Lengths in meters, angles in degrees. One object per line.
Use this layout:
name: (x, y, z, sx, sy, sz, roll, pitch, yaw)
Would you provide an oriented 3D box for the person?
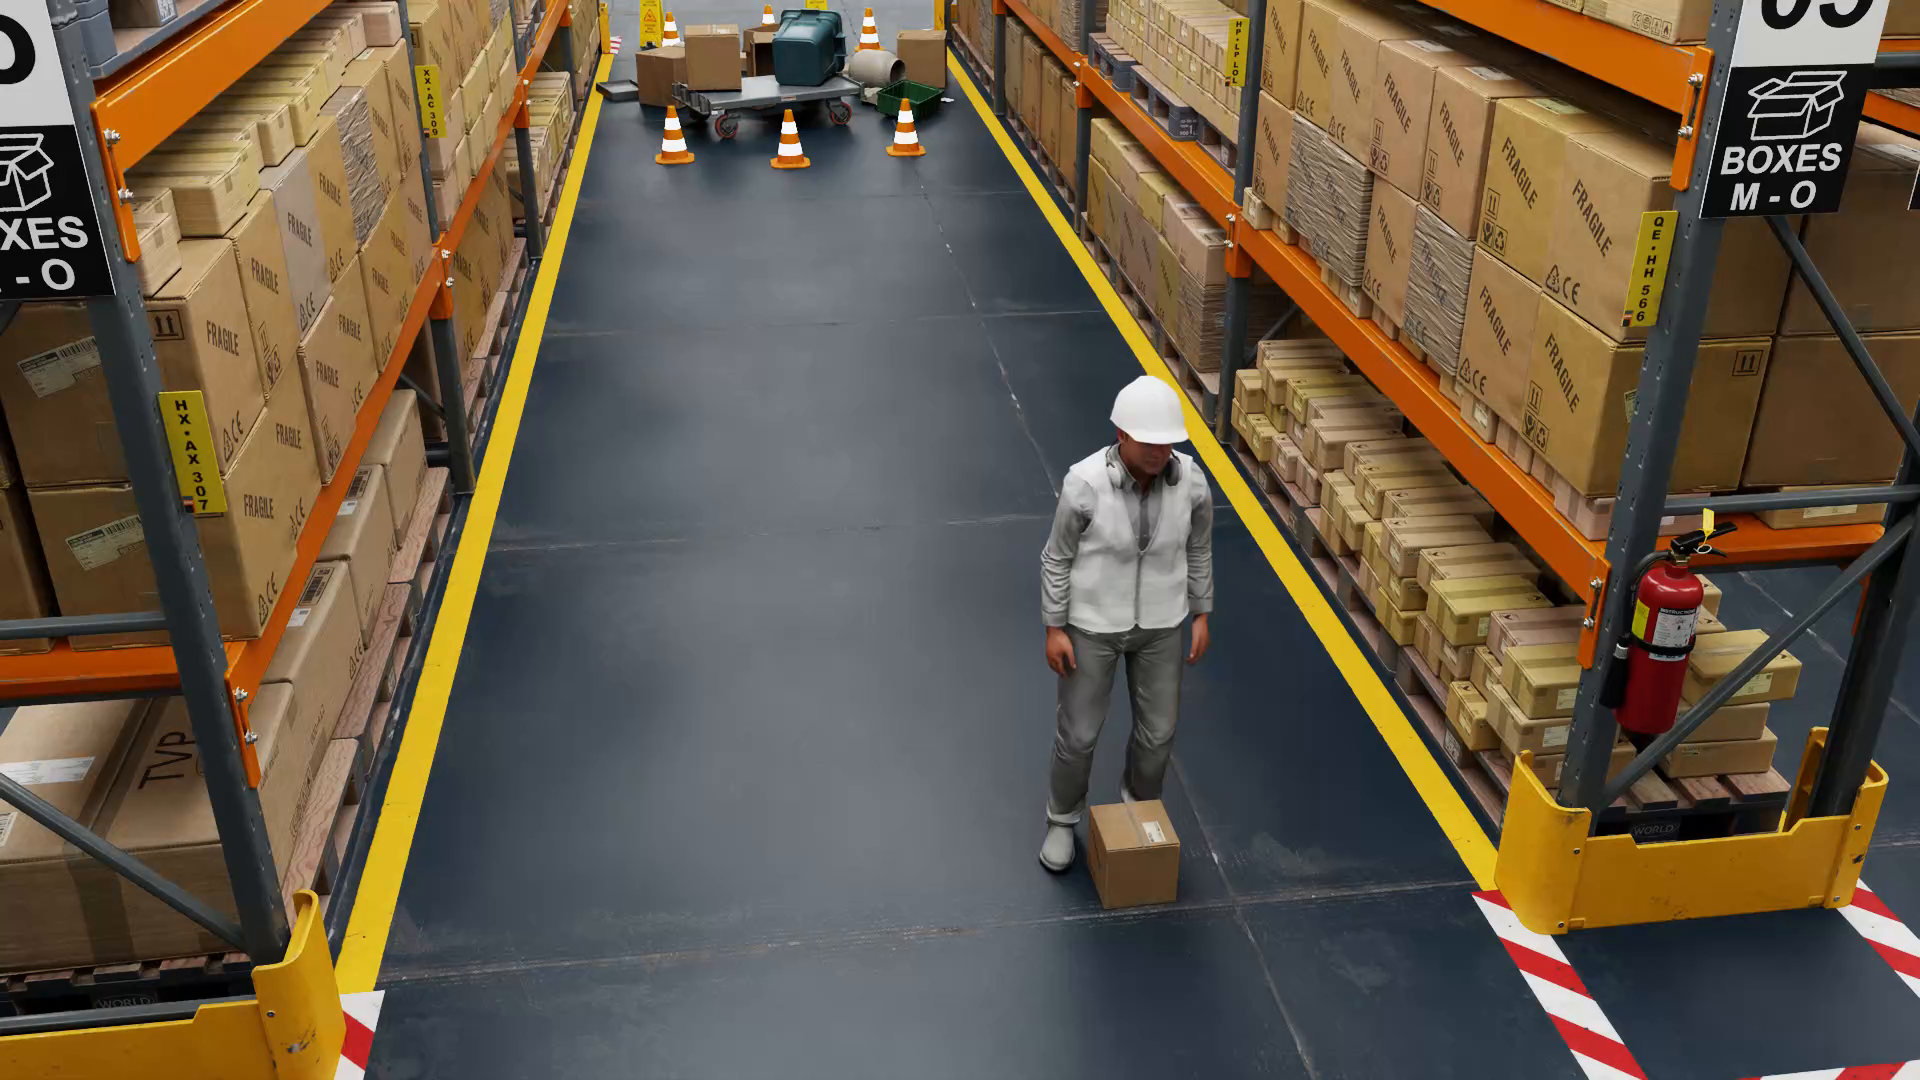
person: (0.554, 0.274, 5.548, 0.593, 1.773, 0.457, -5, 27, -10)
